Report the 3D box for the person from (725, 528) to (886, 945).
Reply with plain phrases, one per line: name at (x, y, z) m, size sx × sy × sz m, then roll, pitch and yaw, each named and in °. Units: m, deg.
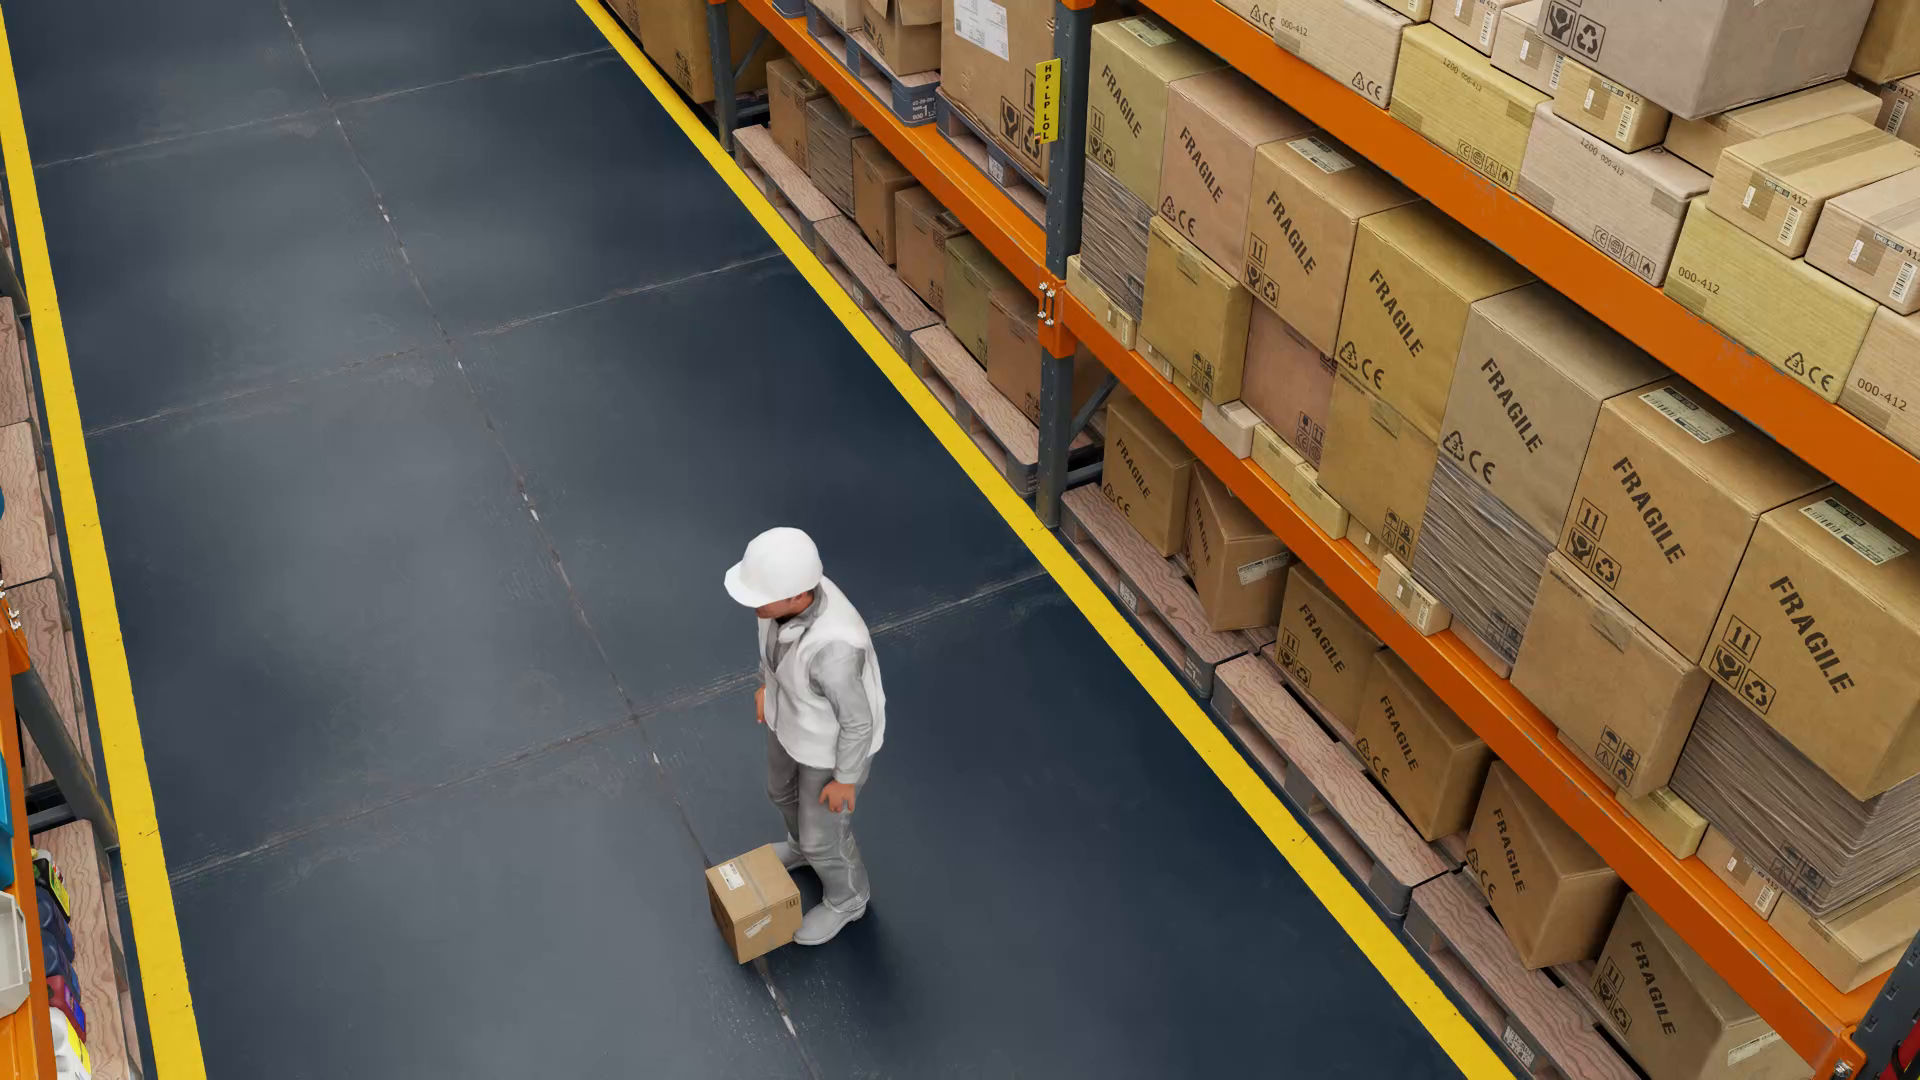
person at (-0.488, 0.620, 5.424) m, size 0.464 × 1.771 × 0.593 m, roll -22°, pitch 45°, yaw -23°
